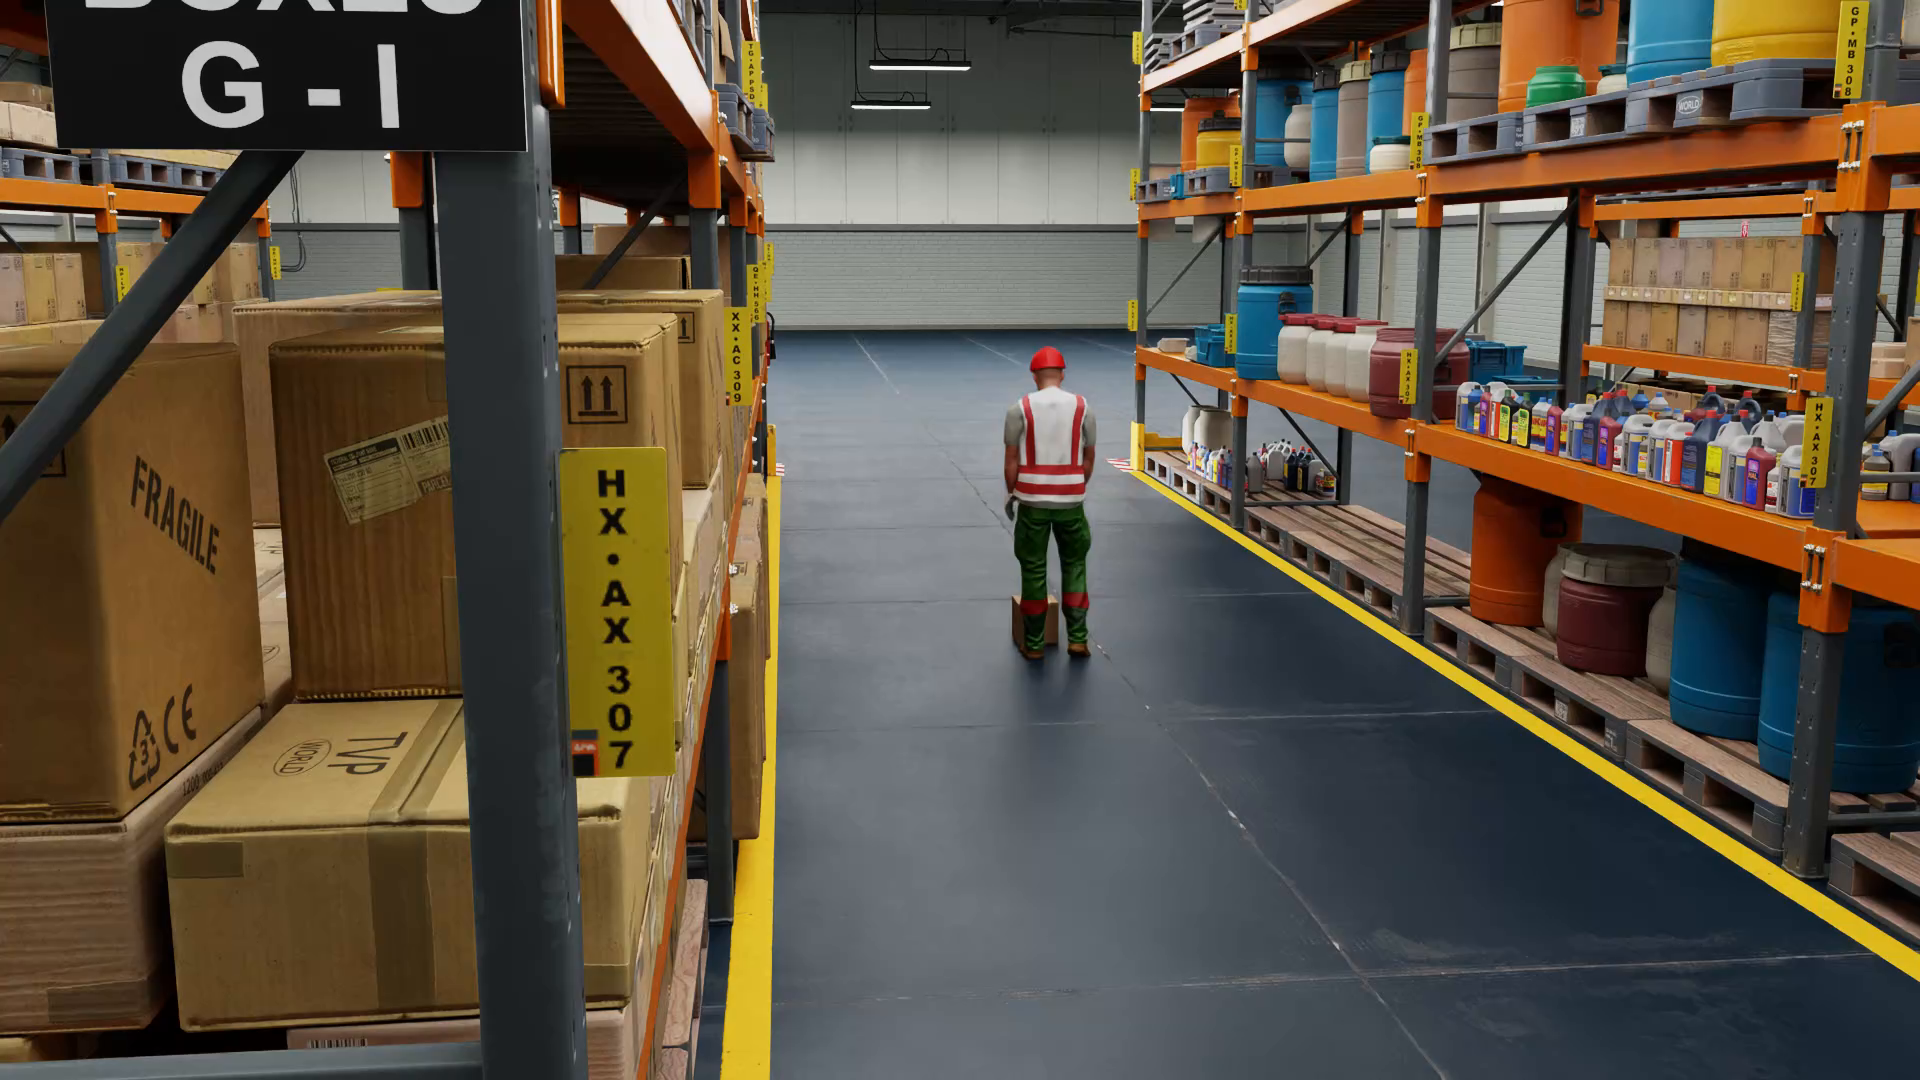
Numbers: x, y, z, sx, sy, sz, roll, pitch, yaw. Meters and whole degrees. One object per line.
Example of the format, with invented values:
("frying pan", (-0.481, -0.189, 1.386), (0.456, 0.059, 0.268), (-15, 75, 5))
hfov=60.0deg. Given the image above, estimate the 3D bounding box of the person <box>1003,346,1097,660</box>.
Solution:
("person", (0.510, -0.184, 9.549), (0.546, 1.850, 0.472), (-1, 10, -7))
